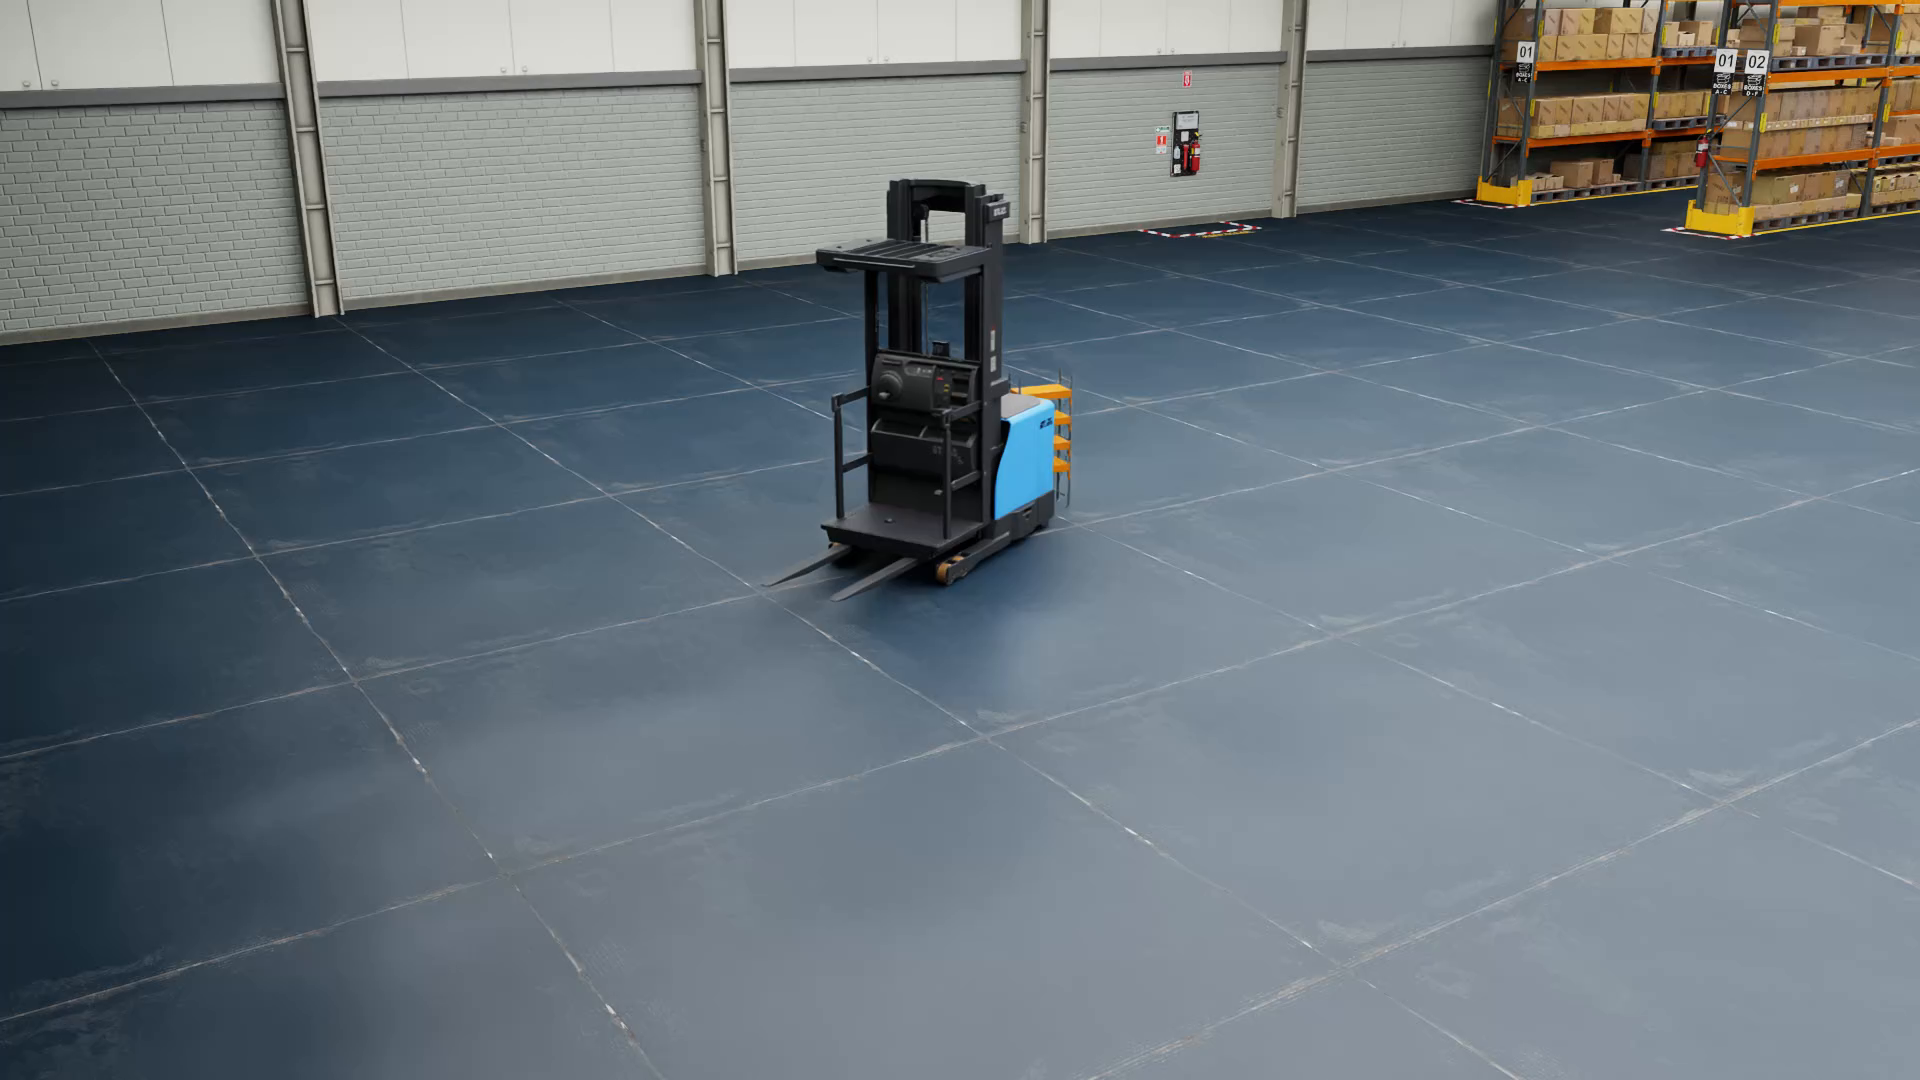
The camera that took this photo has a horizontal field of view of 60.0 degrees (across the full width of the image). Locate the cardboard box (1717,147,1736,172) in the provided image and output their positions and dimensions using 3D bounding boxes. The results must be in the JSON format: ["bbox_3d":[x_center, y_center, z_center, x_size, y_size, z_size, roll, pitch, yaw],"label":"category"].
[{"bbox_3d":[17.300,-8.707,38.032,0.500,0.500,0.700,-12,22,-31],"label":"cardboard box"}]

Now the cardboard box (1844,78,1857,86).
[{"bbox_3d":[20.964,-10.930,39.570,0.500,0.250,0.500,-11,22,-30],"label":"cardboard box"}]

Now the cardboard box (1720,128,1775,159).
[{"bbox_3d":[14.315,-7.216,30.250,0.500,0.500,0.700,-12,22,-31],"label":"cardboard box"}]

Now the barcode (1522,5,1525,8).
[{"bbox_3d":[11.509,-10.899,33.963,0.075,0.075,0.001,-12,22,-31],"label":"barcode"}]

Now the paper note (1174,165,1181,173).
[{"bbox_3d":[4.018,-6.857,30.719,0.142,0.148,0.016,-12,22,-31],"label":"paper note"}]

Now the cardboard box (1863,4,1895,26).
[{"bbox_3d":[21.963,-12.530,39.692,0.500,0.500,0.500,-12,22,-32],"label":"cardboard box"}]

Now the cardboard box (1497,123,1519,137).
[{"bbox_3d":[11.475,-8.487,34.368,0.500,0.250,0.500,-12,22,-31],"label":"cardboard box"}]

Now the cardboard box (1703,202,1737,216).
[{"bbox_3d":[14.204,-6.160,30.919,0.500,0.250,0.500,-12,22,-31],"label":"cardboard box"}]

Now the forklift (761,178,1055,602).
[{"bbox_3d":[-0.387,-1.214,12.761,1.130,2.935,3.031,11,21,29],"label":"forklift"}]

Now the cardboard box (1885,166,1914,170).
[{"bbox_3d":[19.140,-7.463,33.899,0.500,0.311,0.500,-13,22,-33],"label":"cardboard box"}]

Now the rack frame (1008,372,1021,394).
[{"bbox_3d":[0.465,-0.831,14.327,0.015,1.200,0.240,-8,20,-22],"label":"rack frame"}]

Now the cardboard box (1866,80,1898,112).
[{"bbox_3d":[22.288,-10.888,40.800,0.700,0.700,0.980,-13,22,-33],"label":"cardboard box"}]

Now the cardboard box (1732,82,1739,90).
[{"bbox_3d":[17.340,-10.257,37.545,0.250,0.149,0.380,-17,25,-40],"label":"cardboard box"}]

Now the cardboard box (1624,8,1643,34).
[{"bbox_3d":[13.808,-10.810,34.603,0.500,0.500,0.500,-11,21,-28],"label":"cardboard box"}]

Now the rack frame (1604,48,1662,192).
[{"bbox_3d":[14.532,-9.119,36.034,0.127,3.000,1.000,-12,22,-31],"label":"rack frame"}]

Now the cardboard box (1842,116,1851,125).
[{"bbox_3d":[16.506,-7.908,31.283,0.250,0.149,0.380,-12,22,-32],"label":"cardboard box"}]

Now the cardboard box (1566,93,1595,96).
[{"bbox_3d":[13.171,-9.209,35.334,0.500,0.500,0.500,-11,22,-30],"label":"cardboard box"}]

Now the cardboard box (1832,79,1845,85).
[{"bbox_3d":[20.531,-10.843,39.311,0.500,0.250,0.500,-11,22,-30],"label":"cardboard box"}]

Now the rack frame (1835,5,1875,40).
[{"bbox_3d":[21.213,-13.370,39.242,0.127,3.000,1.000,-12,22,-31],"label":"rack frame"}]

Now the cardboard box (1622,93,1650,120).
[{"bbox_3d":[14.307,-9.247,35.444,0.500,0.500,0.500,-12,22,-32],"label":"cardboard box"}]

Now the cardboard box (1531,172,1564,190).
[{"bbox_3d":[12.294,-7.547,34.897,0.500,0.311,0.500,-10,21,-27],"label":"cardboard box"}]

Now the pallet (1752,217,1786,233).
[{"bbox_3d":[14.534,-5.915,30.911,1.213,0.211,1.003,-12,22,-31],"label":"pallet"}]

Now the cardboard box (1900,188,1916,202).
[{"bbox_3d":[18.591,-6.877,33.041,0.500,0.250,0.500,-13,22,-33],"label":"cardboard box"}]

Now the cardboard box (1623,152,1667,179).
[{"bbox_3d":[15.137,-8.277,36.761,0.500,0.500,0.700,-11,22,-30],"label":"cardboard box"}]

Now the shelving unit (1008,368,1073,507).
[{"bbox_3d":[0.689,-0.861,14.418,0.503,1.200,0.258,-8,20,-22],"label":"shelving unit"}]

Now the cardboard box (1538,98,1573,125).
[{"bbox_3d":[12.173,-8.796,34.111,0.500,0.500,0.500,-12,22,-31],"label":"cardboard box"}]

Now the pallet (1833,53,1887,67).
[{"bbox_3d":[16.561,-9.016,31.186,1.213,0.211,1.003,-12,22,-31],"label":"pallet"}]

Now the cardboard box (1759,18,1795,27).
[{"bbox_3d":[18.659,-11.708,38.167,0.500,0.500,0.700,-13,23,-34],"label":"cardboard box"}]

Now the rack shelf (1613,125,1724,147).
[{"bbox_3d":[16.202,-9.130,37.191,4.000,0.370,1.077,-12,22,-31],"label":"rack shelf"}]

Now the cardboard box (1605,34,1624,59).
[{"bbox_3d":[13.374,-10.248,34.504,0.500,0.500,0.500,-13,23,-33],"label":"cardboard box"}]

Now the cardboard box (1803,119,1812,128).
[{"bbox_3d":[15.439,-7.684,30.620,0.250,0.149,0.380,-12,22,-32],"label":"cardboard box"}]

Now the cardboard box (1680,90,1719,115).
[{"bbox_3d":[16.457,-9.768,37.112,0.500,0.500,0.700,-12,22,-31],"label":"cardboard box"}]

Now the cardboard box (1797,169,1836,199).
[{"bbox_3d":[16.153,-6.732,31.441,0.500,0.500,0.500,-12,22,-31],"label":"cardboard box"}]

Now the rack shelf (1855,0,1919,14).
[{"bbox_3d":[18.929,-10.459,32.377,4.000,0.370,1.077,-12,22,-31],"label":"rack shelf"}]

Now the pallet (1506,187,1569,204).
[{"bbox_3d":[11.952,-7.240,34.832,1.213,0.211,1.003,-12,22,-31],"label":"pallet"}]

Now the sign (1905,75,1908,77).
[{"bbox_3d":[24.253,-11.830,42.577,0.005,0.325,0.100,-12,22,-31],"label":"sign"}]

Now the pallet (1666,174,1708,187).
[{"bbox_3d":[16.201,-8.152,37.527,1.213,0.211,1.003,-12,22,-31],"label":"pallet"}]

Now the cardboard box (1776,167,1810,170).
[{"bbox_3d":[15.865,-6.872,31.855,0.500,0.500,0.500,-12,22,-31],"label":"cardboard box"}]

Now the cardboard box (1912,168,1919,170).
[{"bbox_3d":[19.444,-7.322,33.480,0.500,0.311,0.500,-12,22,-32],"label":"cardboard box"}]

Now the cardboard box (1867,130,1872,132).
[{"bbox_3d":[22.280,-9.966,40.774,0.250,0.149,0.380,-11,22,-30],"label":"cardboard box"}]

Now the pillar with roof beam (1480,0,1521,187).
[{"bbox_3d":[13.667,-10.459,30.632,0.400,9.000,9.100,-12,22,-31],"label":"pillar with roof beam"}]

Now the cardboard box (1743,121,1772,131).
[{"bbox_3d":[14.365,-7.456,29.947,0.250,0.149,0.380,-12,22,-32],"label":"cardboard box"}]

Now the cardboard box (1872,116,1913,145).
[{"bbox_3d":[18.349,-8.066,32.763,0.500,0.500,0.500,-10,21,-28],"label":"cardboard box"}]

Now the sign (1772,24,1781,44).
[{"bbox_3d":[14.219,-8.813,28.958,0.005,0.325,0.100,-12,22,-31],"label":"sign"}]

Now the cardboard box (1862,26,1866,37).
[{"bbox_3d":[21.935,-12.175,39.814,0.500,0.250,0.500,-12,22,-32],"label":"cardboard box"}]

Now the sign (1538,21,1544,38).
[{"bbox_3d":[11.489,-10.104,32.901,0.005,0.325,0.100,-12,22,-31],"label":"sign"}]

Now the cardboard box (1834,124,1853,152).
[{"bbox_3d":[16.455,-7.667,31.585,0.500,0.500,0.700,-12,22,-32],"label":"cardboard box"}]

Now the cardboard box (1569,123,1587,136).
[{"bbox_3d":[12.628,-8.537,34.517,0.500,0.250,0.500,-12,22,-32],"label":"cardboard box"}]

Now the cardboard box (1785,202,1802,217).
[{"bbox_3d":[15.322,-6.198,31.033,0.500,0.250,0.500,-12,22,-31],"label":"cardboard box"}]

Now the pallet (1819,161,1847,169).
[{"bbox_3d":[20.610,-9.051,40.187,1.213,0.211,1.003,-12,22,-31],"label":"pallet"}]

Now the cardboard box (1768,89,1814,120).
[{"bbox_3d":[15.216,-8.023,30.611,0.500,0.500,0.700,-12,22,-31],"label":"cardboard box"}]

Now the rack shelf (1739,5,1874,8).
[{"bbox_3d":[19.543,-12.487,38.379,4.000,0.370,1.077,-12,22,-31],"label":"rack shelf"}]

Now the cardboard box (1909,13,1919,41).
[{"bbox_3d":[18.259,-9.903,32.078,0.500,0.500,0.500,-10,21,-26],"label":"cardboard box"}]

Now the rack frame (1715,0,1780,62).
[{"bbox_3d":[13.918,-9.932,29.072,0.127,3.000,1.000,-12,22,-31],"label":"rack frame"}]

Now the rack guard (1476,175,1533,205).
[{"bbox_3d":[11.254,-7.244,34.390,0.348,0.500,1.175,-12,22,-31],"label":"rack guard"}]

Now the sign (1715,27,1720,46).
[{"bbox_3d":[13.632,-9.040,29.860,0.005,0.325,0.100,-12,22,-31],"label":"sign"}]

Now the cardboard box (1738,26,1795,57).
[{"bbox_3d":[14.401,-8.925,29.742,0.637,0.503,0.797,-10,21,-28],"label":"cardboard box"}]

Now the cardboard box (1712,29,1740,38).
[{"bbox_3d":[17.144,-11.236,37.426,0.500,0.500,0.500,-12,22,-31],"label":"cardboard box"}]
